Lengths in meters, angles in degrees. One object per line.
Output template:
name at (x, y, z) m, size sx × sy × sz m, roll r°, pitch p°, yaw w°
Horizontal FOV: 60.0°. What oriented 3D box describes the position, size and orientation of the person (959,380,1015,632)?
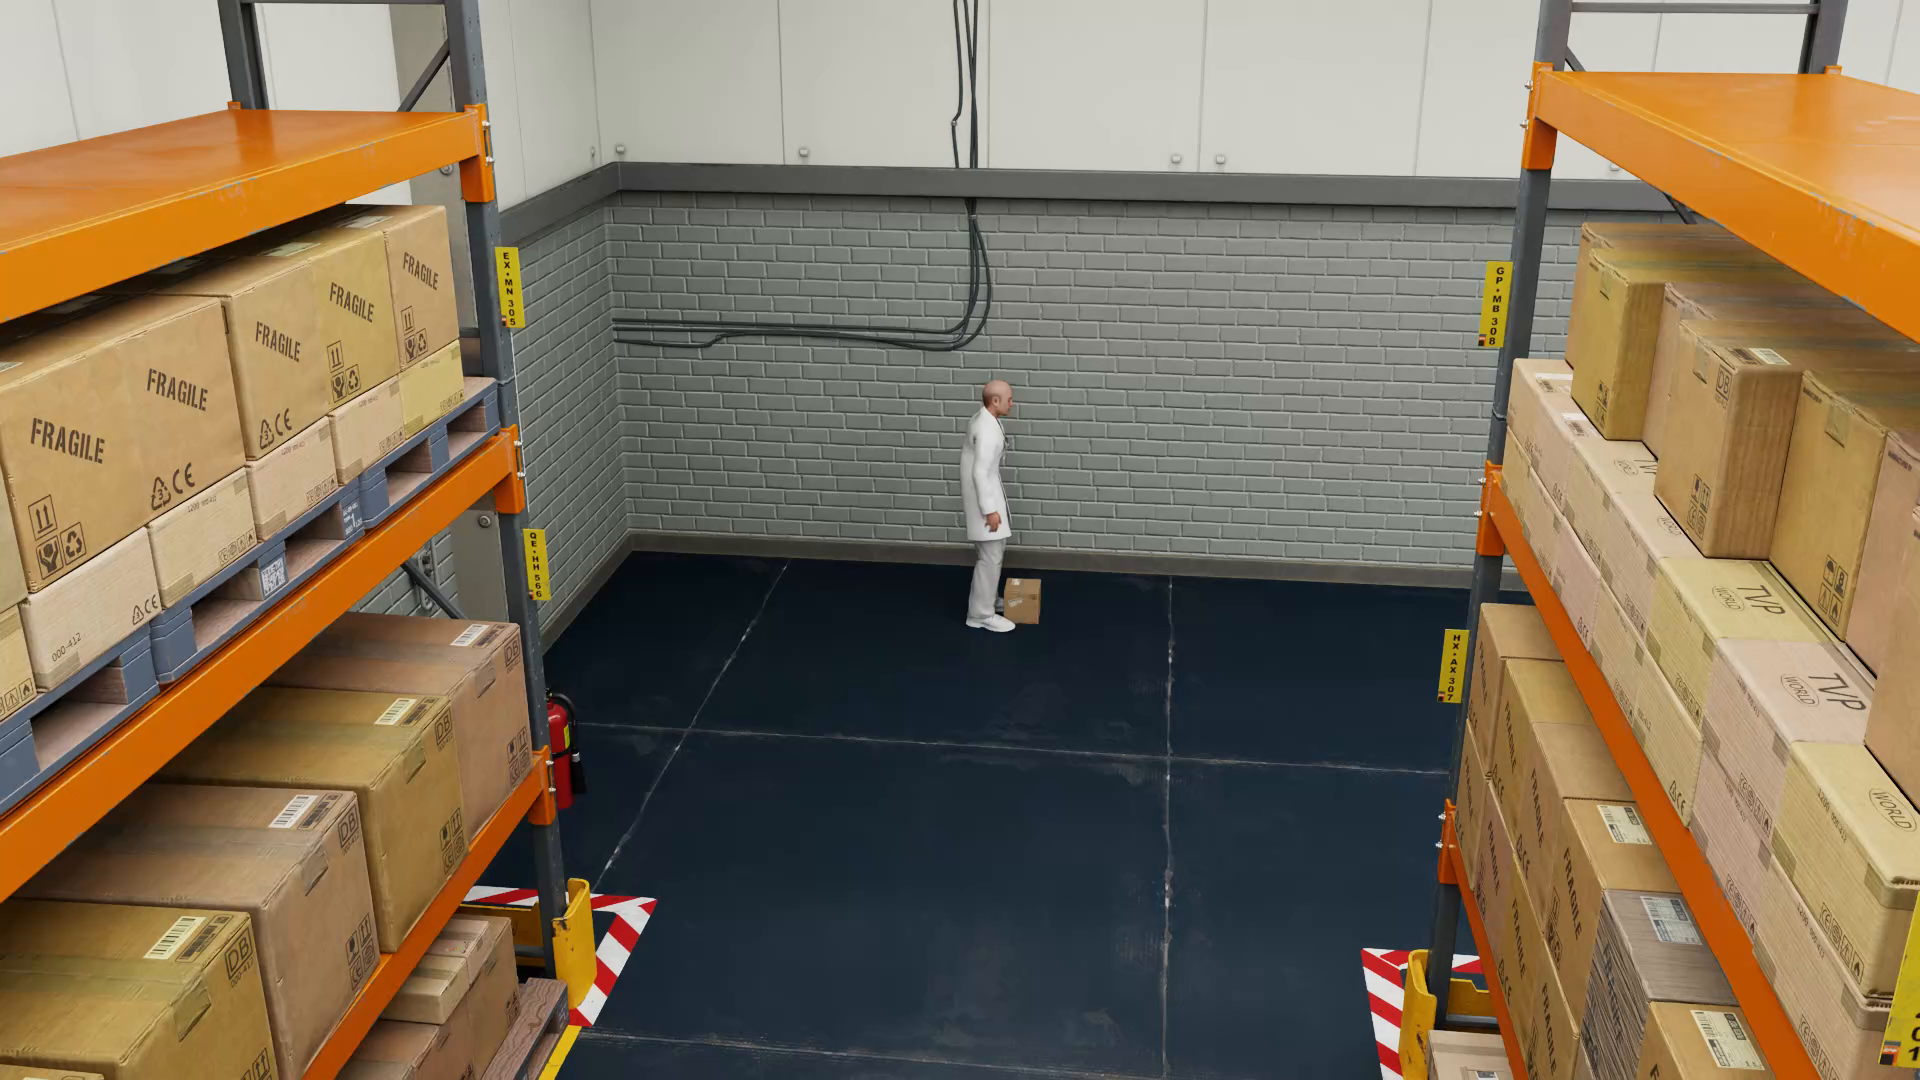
person at (0.209, -0.272, 11.819) m, size 0.433 × 1.773 × 0.649 m, roll 1°, pitch 21°, yaw 3°
